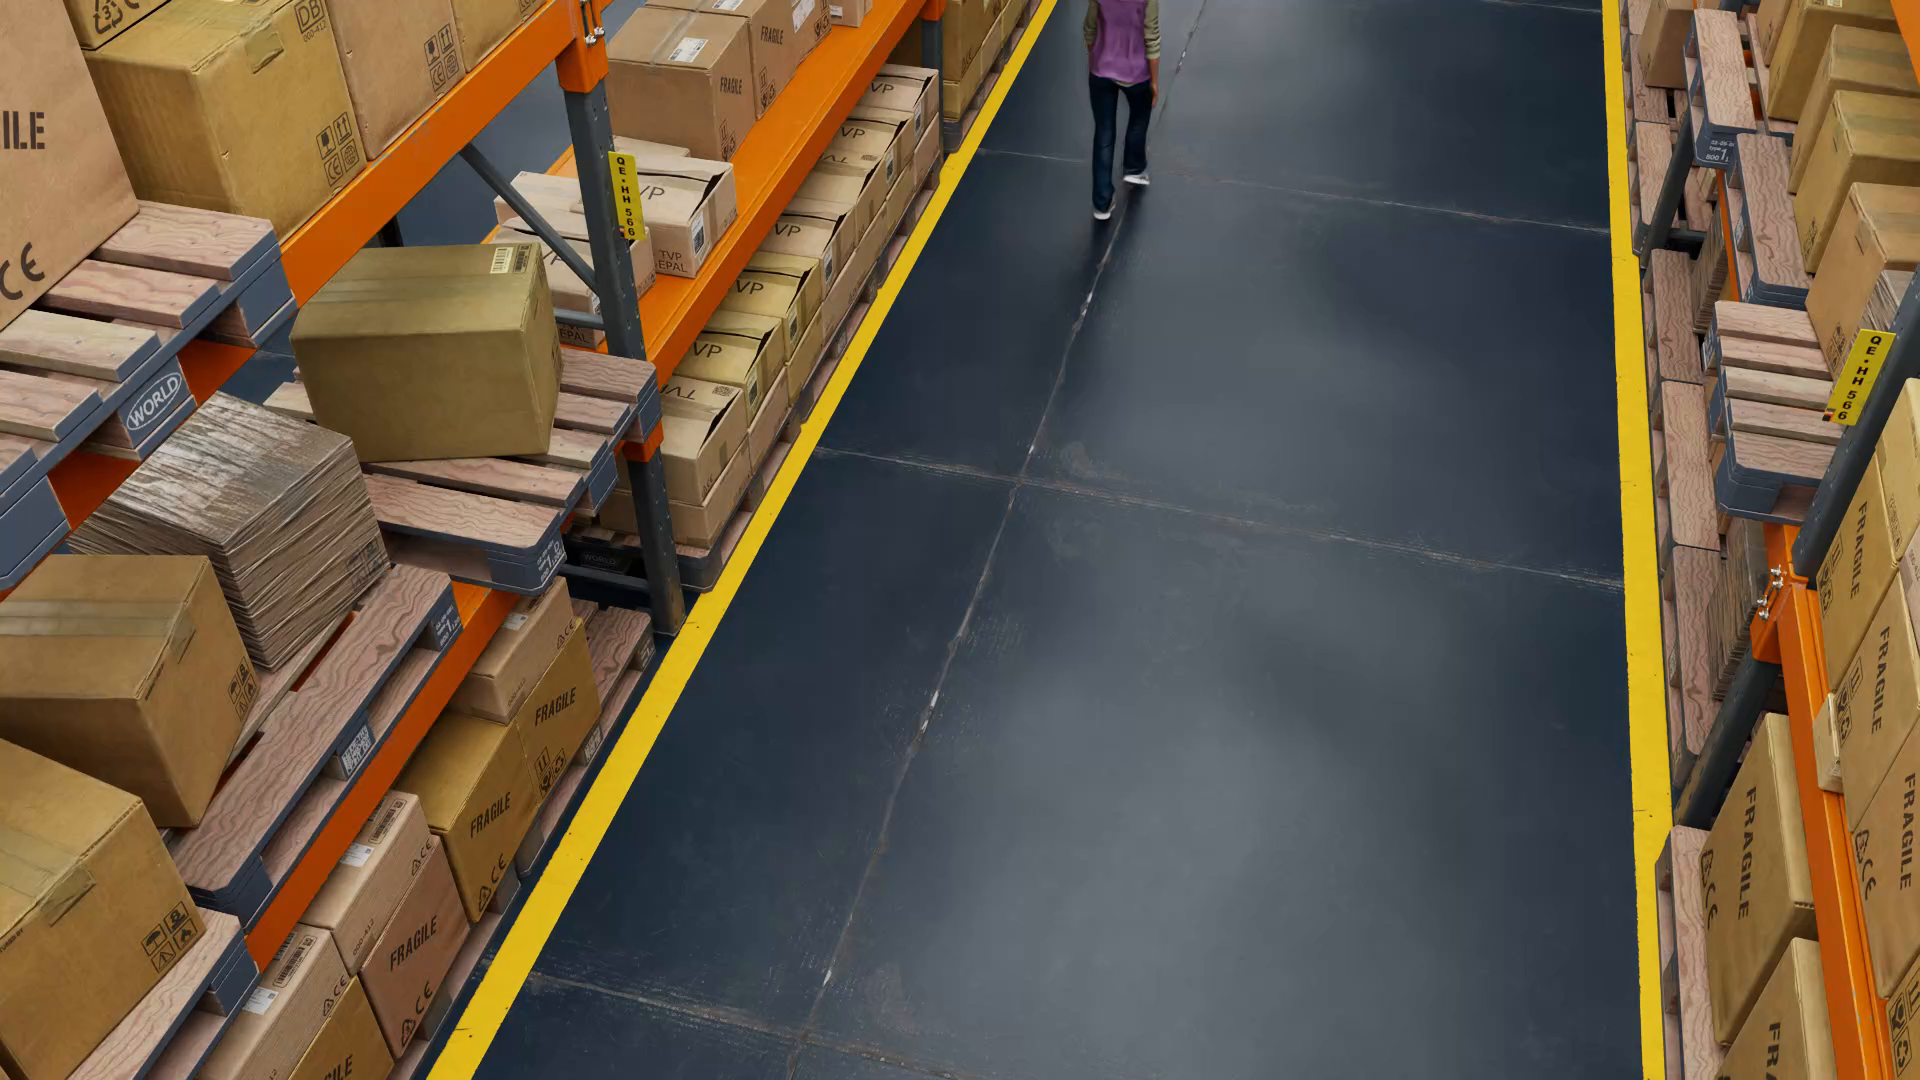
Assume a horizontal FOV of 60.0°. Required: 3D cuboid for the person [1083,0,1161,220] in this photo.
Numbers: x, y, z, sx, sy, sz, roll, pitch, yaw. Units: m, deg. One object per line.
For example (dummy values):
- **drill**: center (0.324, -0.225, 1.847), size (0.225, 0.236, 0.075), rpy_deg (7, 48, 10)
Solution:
- **person**: center (0.879, -2.541, 9.035), size (0.454, 1.628, 0.681), rpy_deg (10, 43, 11)
